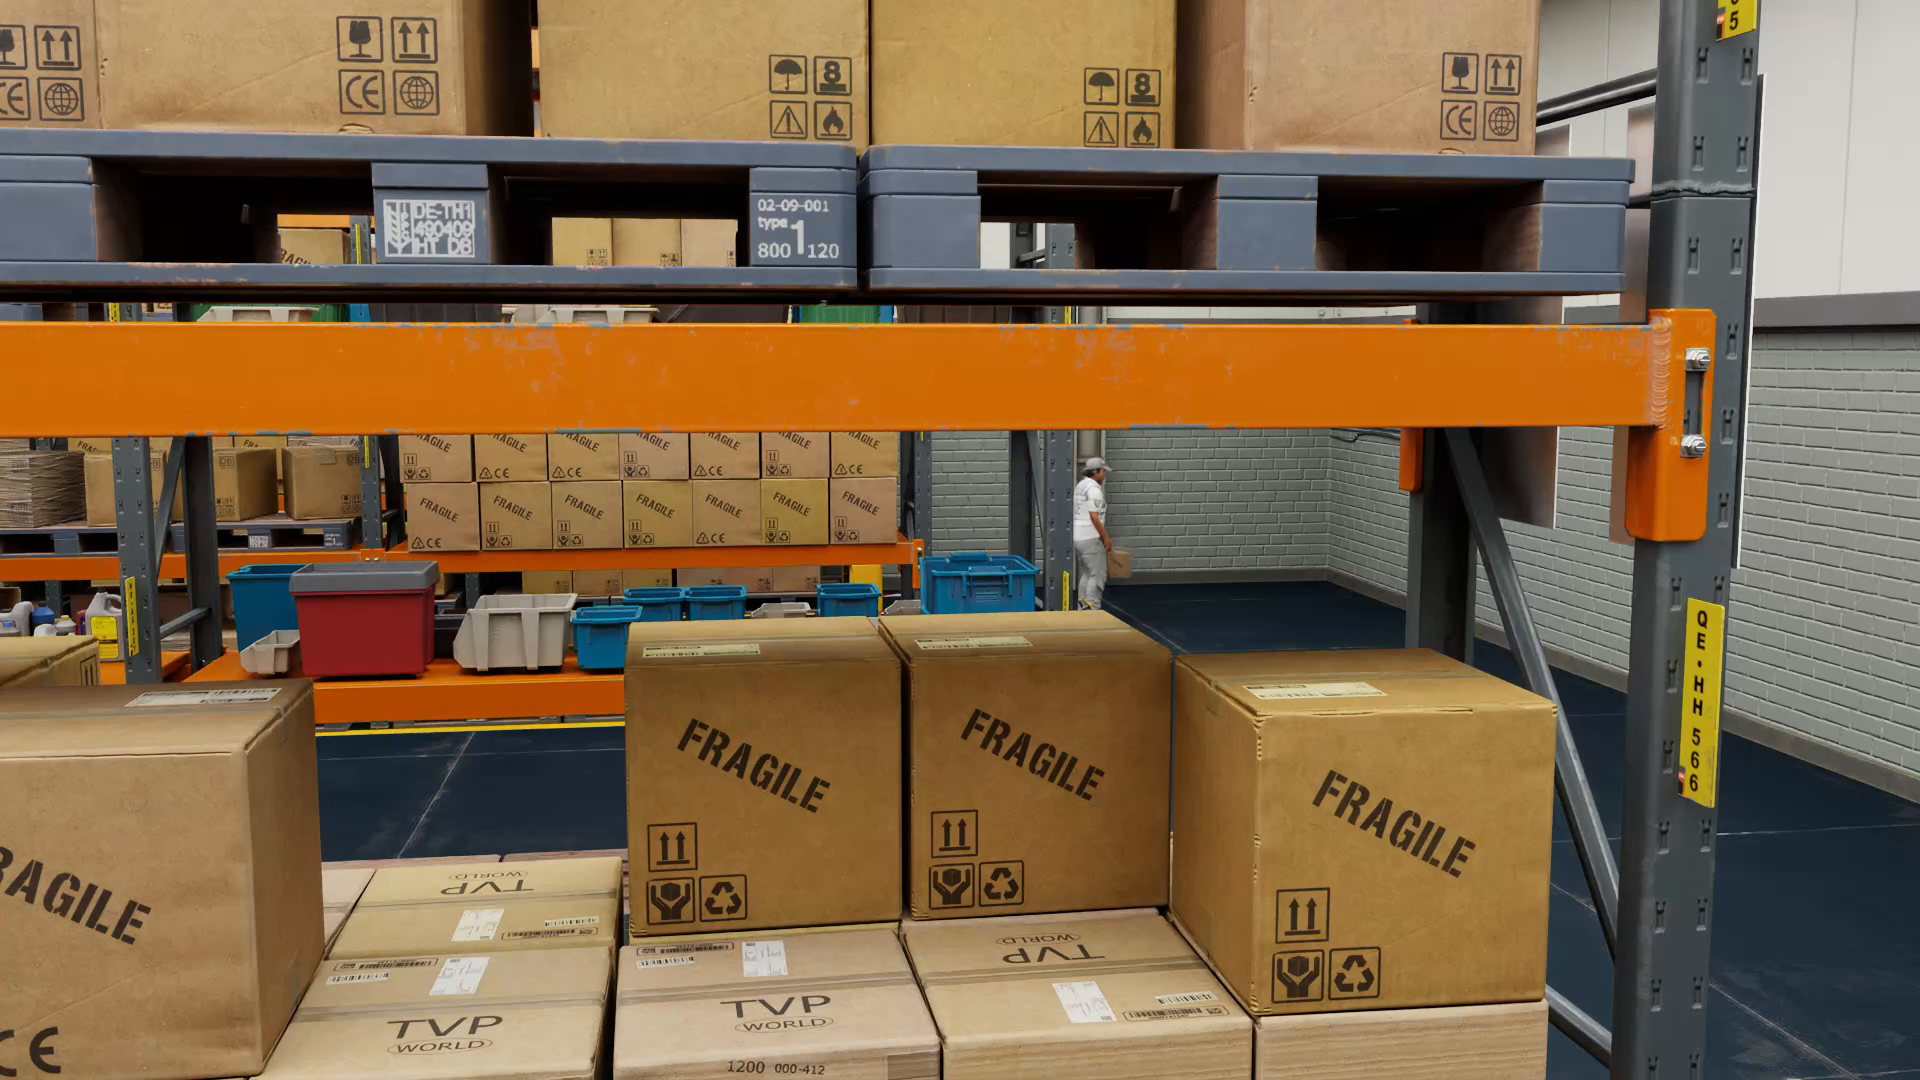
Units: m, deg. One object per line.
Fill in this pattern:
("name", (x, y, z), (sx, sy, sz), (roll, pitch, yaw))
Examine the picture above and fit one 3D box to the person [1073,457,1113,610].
("person", (1.328, 0.003, 16.765), (0.429, 1.671, 0.521), (-1, 7, -10))
